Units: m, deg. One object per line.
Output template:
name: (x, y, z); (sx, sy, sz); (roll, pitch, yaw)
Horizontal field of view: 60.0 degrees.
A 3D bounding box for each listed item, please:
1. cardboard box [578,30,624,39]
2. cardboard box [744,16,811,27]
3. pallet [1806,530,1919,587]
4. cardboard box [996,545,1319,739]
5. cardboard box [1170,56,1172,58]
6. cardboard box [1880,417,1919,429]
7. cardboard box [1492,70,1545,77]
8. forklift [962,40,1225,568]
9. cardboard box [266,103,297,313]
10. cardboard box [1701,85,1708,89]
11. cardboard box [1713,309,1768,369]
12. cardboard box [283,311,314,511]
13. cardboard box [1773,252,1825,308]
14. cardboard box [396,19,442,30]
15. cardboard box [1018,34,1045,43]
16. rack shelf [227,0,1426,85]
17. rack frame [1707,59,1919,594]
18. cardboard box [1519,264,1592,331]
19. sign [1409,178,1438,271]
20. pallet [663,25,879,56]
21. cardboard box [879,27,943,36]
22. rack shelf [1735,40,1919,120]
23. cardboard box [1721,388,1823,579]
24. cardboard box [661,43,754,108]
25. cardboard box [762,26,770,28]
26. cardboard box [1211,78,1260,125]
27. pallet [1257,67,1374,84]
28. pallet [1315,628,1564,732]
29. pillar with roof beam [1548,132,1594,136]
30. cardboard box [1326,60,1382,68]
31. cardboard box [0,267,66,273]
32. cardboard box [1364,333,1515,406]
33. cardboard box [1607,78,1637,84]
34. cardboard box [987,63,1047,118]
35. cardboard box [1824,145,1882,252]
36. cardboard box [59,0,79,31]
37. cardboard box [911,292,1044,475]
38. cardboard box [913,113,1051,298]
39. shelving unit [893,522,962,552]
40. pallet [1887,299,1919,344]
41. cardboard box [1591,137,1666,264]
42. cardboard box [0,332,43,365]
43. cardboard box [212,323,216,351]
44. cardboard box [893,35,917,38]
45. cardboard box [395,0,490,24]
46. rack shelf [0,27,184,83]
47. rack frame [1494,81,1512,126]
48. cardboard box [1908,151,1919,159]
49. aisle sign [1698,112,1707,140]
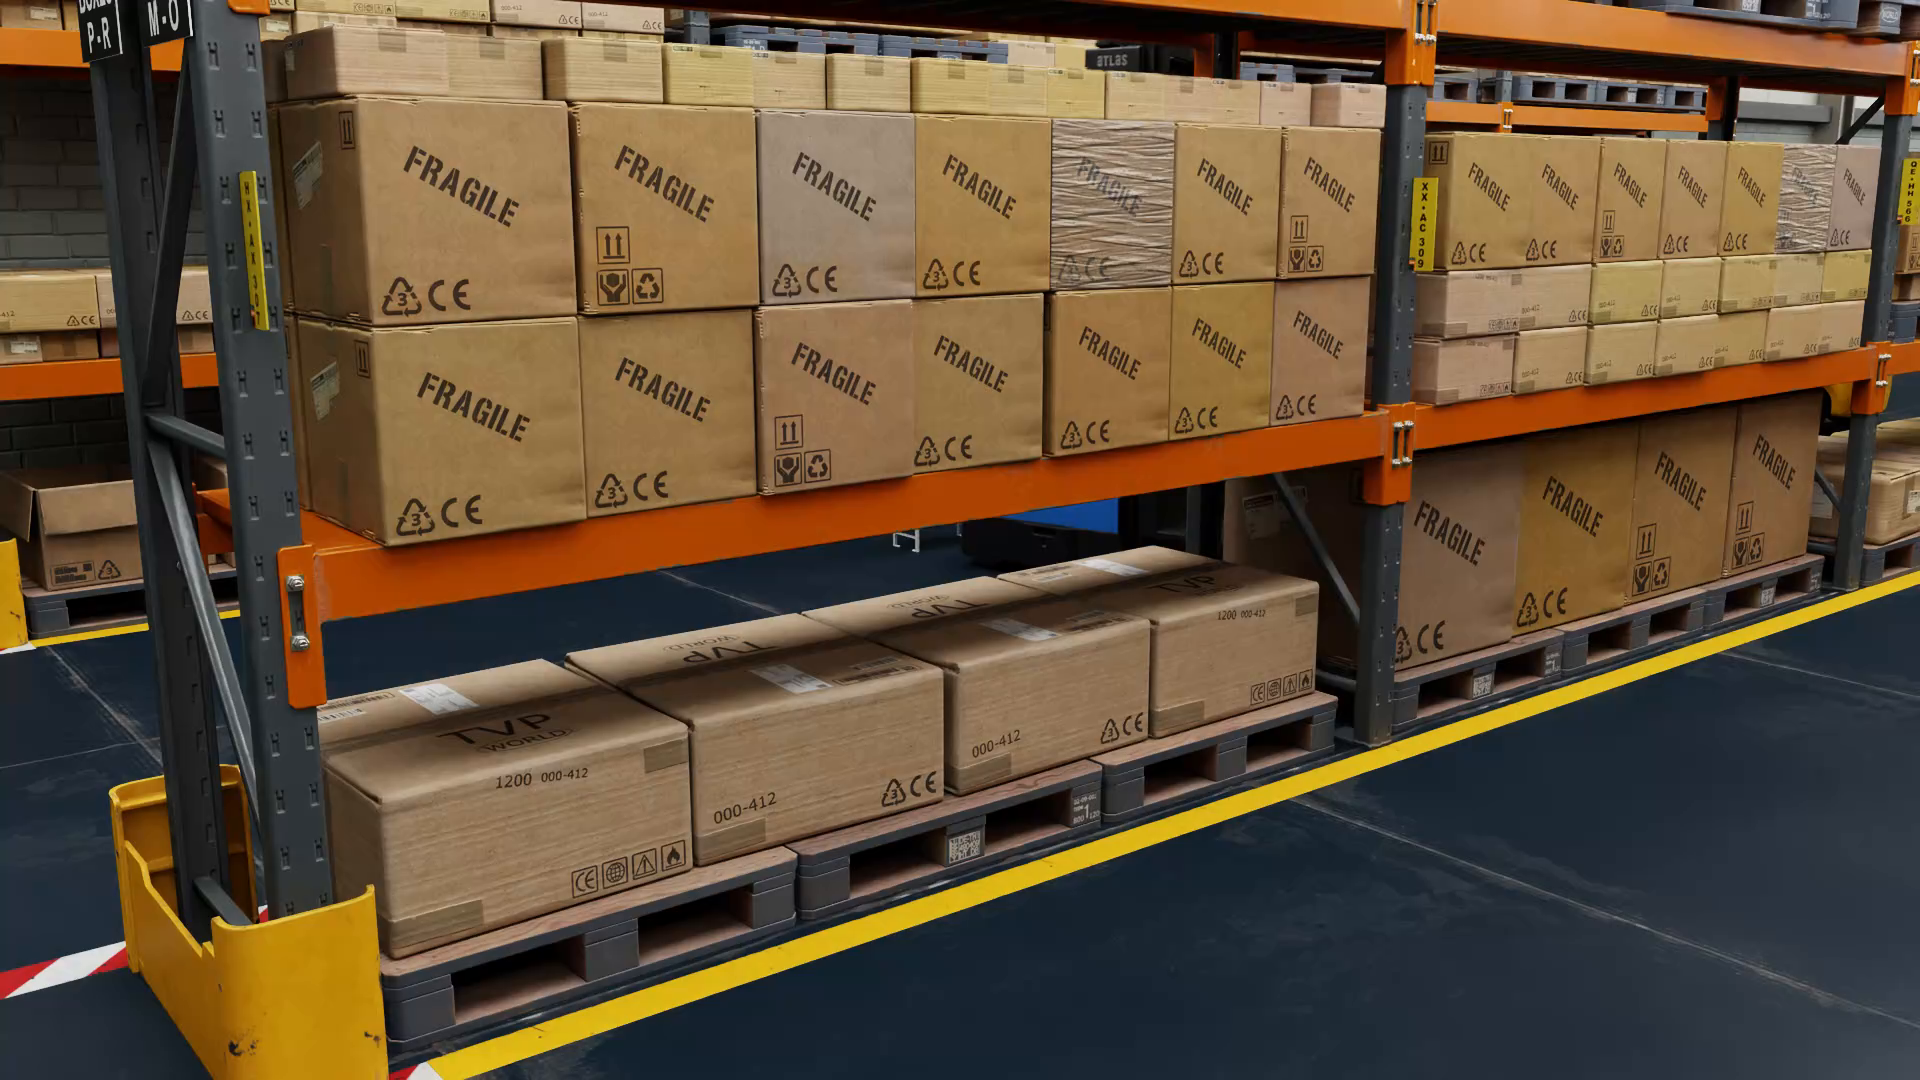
cardboard box: (-2.089, -2.775, 9.361); (0.250, 0.149, 0.380); (-9, 15, -38)
cardboard box: (-1.094, -3.158, 9.910); (0.250, 0.149, 0.380); (-9, 15, -37)
pallet: (5.039, -0.008, 9.660); (1.213, 0.211, 1.003); (-9, 15, -38)
cardboard box: (0.747, 0.360, 6.370); (0.875, 0.438, 0.875); (-10, 15, -38)
cardboard box: (1.729, -3.860, 12.971); (0.500, 0.250, 0.500); (-9, 15, -38)
cardboard box: (6.584, -0.548, 10.803); (0.625, 0.372, 0.950); (-8, 15, -34)
cardboard box: (4.987, -4.203, 14.830); (0.250, 0.149, 0.380); (-9, 15, -36)
forklift: (1.500, -1.193, 8.689); (3.031, 2.935, 1.130); (9, 15, 35)
cardboard box: (-1.592, -0.872, 4.367); (0.500, 0.500, 0.500); (-9, 15, -36)
cardboard box: (7.377, -4.787, 16.739); (0.500, 0.500, 0.500); (-9, 15, -36)
cardboard box: (3.402, -0.959, 7.783); (0.500, 0.250, 0.500); (-10, 15, -38)
cardboard box: (-1.608, -0.388, 4.492); (0.500, 0.500, 0.500); (-9, 15, -37)
cardboard box: (3.810, -1.271, 8.051); (0.500, 0.250, 0.500); (-10, 16, -39)
cardboard box: (-2.919, -2.647, 8.757); (0.250, 0.149, 0.380); (-9, 15, -37)
cardboard box: (0.369, -3.456, 11.361); (0.250, 0.149, 0.380); (-9, 15, -37)
rack shelf: (-0.258, -1.608, 4.991); (4.000, 0.370, 1.077); (-9, 15, -38)
rack frame: (4.427, -1.271, 8.894); (0.127, 3.000, 1.000); (-9, 15, -38)
cardboard box: (2.213, -1.007, 6.807); (0.500, 0.250, 0.500); (-9, 15, -37)
sign: (1.652, -1.125, 5.928); (0.005, 0.325, 0.100); (-9, 15, -38)
pallet: (-1.247, -3.005, 10.292); (1.003, 0.211, 1.213); (-9, 15, -38)
cardboard box: (-0.318, -3.294, 10.552); (0.250, 0.149, 0.380); (-9, 15, -36)
rack shelf: (5.989, -2.646, 9.879); (4.000, 0.370, 1.077); (-9, 15, -38)
cardboard box: (3.836, -0.361, 8.712); (0.875, 0.875, 0.875); (-10, 15, -38)
cardboard box: (-0.740, -1.187, 4.289); (0.250, 0.149, 0.380); (-10, 16, -39)
cardboard box: (-1.227, -3.278, 10.477); (0.250, 0.149, 0.380); (-10, 16, -39)
cardboard box: (0.788, -1.469, 5.614); (0.250, 0.149, 0.380); (-9, 15, -38)
pallet: (2.669, -3.699, 13.560); (1.213, 0.211, 1.003); (-9, 15, -35)
pallet: (1.859, 0.499, 7.268); (1.213, 0.211, 1.003); (-9, 15, -38)
pillar with roof beam: (9.153, -5.406, 13.923); (0.400, 9.000, 9.100); (-9, 15, -38)
cardboard box: (3.176, -3.902, 13.413); (0.250, 0.149, 0.380); (-10, 15, -38)
cardboard box: (-4.730, -1.213, 8.263); (0.500, 0.250, 0.500); (-9, 15, -36)
cardboard box: (1.813, -0.693, 6.532); (0.500, 0.250, 0.500); (-10, 15, -39)
cardboard box: (6.034, -4.603, 15.861); (0.637, 0.503, 0.797); (-9, 15, -36)
cardboard box: (0.042, -1.326, 4.942); (0.250, 0.149, 0.380); (-9, 15, -38)
cardboard box: (4.187, -1.700, 8.264); (0.500, 0.500, 0.500); (-10, 16, -39)
cardboard box: (-4.130, -2.455, 7.850); (0.250, 0.149, 0.380); (-9, 15, -37)
cardboard box: (-0.099, -0.499, 5.015); (0.500, 0.500, 0.500); (-9, 15, -36)
cardboard box: (-0.081, -0.988, 4.914); (0.500, 0.500, 0.500); (-9, 15, -37)
shelving unit: (-0.129, -0.565, 9.903); (0.503, 1.200, 0.258); (-9, 15, -38)
pallet: (4.917, -1.287, 9.431); (1.003, 0.211, 1.213); (-9, 15, -38)
cardboard box: (2.600, -1.436, 7.021); (0.500, 0.500, 0.500); (-10, 16, -39)
cardboard box: (-4.495, -0.913, 7.812); (0.250, 0.149, 0.380); (-10, 15, -38)
cardboard box: (-3.702, -1.052, 8.464); (0.250, 0.149, 0.380); (-9, 15, -37)
cardboard box: (-0.433, -3.415, 11.123); (0.250, 0.149, 0.380); (-9, 15, -37)
cardboard box: (-2.827, -2.859, 8.796); (0.500, 0.250, 0.500); (-9, 15, -36)
rack shelf: (-3.361, -2.413, 8.780); (4.000, 0.370, 1.077); (-9, 15, -38)
rack frame: (4.447, -2.595, 15.127); (0.127, 3.000, 1.000); (-9, 15, -38)
cardboard box: (5.529, -2.246, 9.957); (0.250, 0.149, 0.380); (-10, 16, -40)
aisle sign: (7.805, -4.346, 17.117); (0.004, 0.787, 0.394); (-9, 15, -38)
